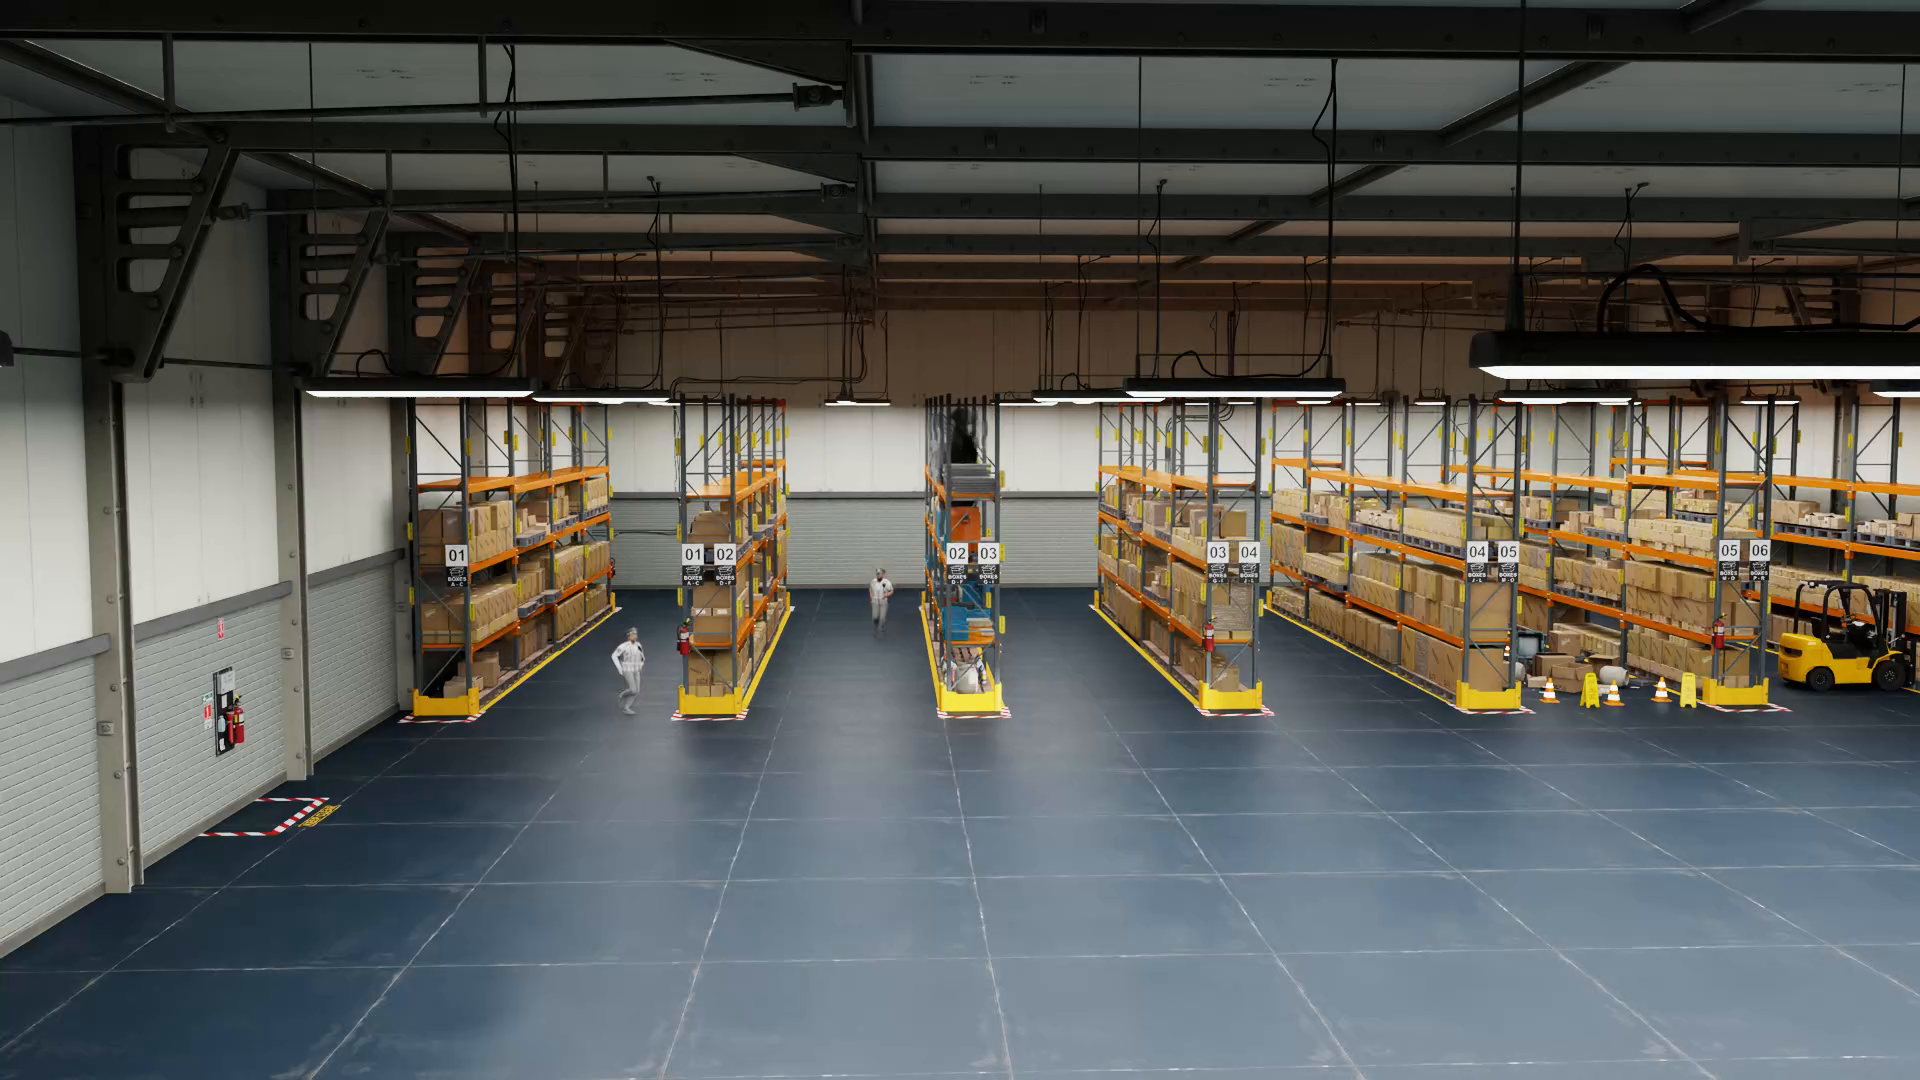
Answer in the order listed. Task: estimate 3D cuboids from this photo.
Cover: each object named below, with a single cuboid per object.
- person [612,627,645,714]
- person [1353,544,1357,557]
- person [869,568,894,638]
[{"bbox_3d":[-6.147,2.442,31.095,0.521,1.626,0.610,4,6,40],"label":"person"},{"bbox_3d":[11.623,0.984,49.118,0.678,1.736,0.710,-1,5,-13],"label":"person"},{"bbox_3d":[-1.991,1.573,41.506,0.645,1.748,0.608,1,5,8],"label":"person"}]
